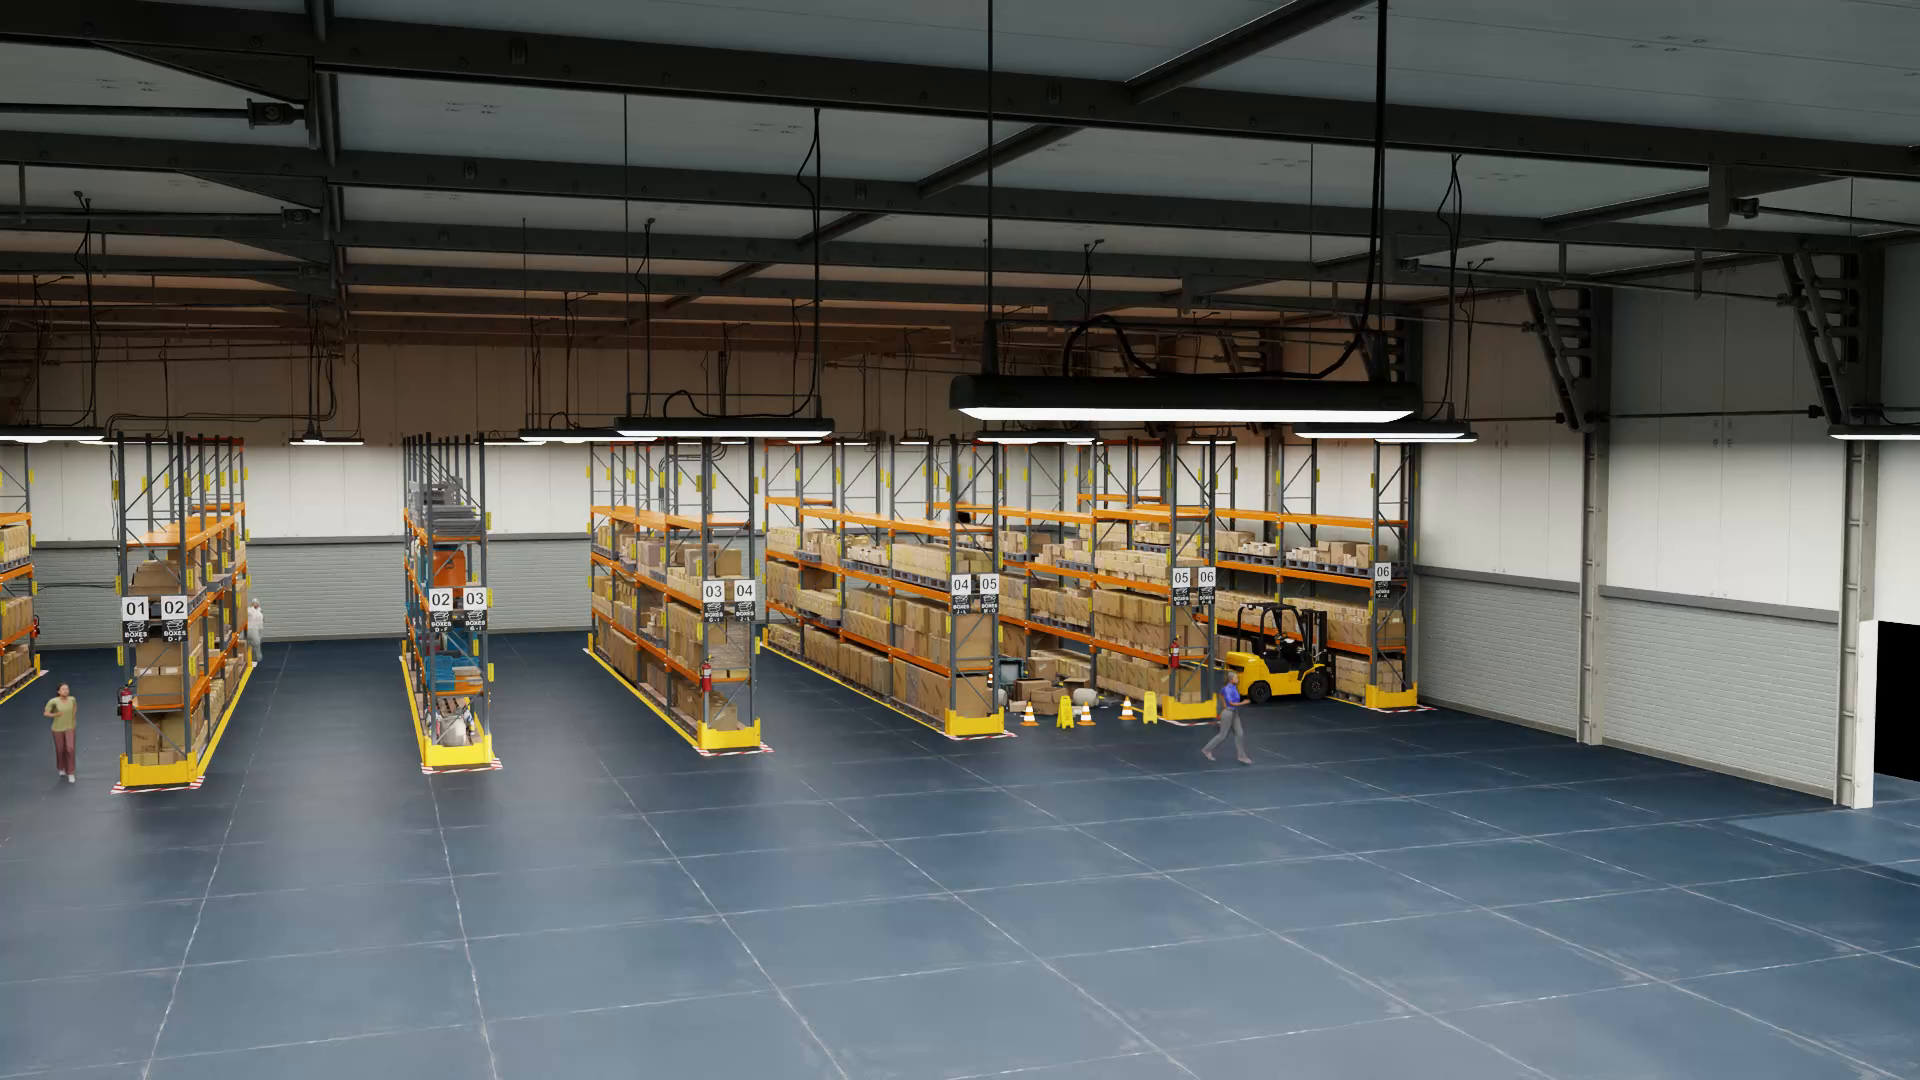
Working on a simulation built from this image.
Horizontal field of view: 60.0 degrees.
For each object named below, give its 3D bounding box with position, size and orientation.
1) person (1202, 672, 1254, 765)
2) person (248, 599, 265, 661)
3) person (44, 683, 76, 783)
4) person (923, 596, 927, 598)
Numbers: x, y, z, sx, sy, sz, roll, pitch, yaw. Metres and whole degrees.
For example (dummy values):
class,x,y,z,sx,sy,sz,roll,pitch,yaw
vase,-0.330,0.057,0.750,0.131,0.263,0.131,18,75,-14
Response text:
class,x,y,z,sx,sy,sz,roll,pitch,yaw
person,4.852,3.297,30.029,0.910,1.476,0.555,1,3,20
person,-19.090,2.433,44.925,0.842,1.709,0.645,1,3,18
person,-15.467,3.302,28.624,0.550,1.721,0.825,-3,4,-39
person,-0.908,2.385,44.409,0.631,1.811,0.827,-2,4,-26
